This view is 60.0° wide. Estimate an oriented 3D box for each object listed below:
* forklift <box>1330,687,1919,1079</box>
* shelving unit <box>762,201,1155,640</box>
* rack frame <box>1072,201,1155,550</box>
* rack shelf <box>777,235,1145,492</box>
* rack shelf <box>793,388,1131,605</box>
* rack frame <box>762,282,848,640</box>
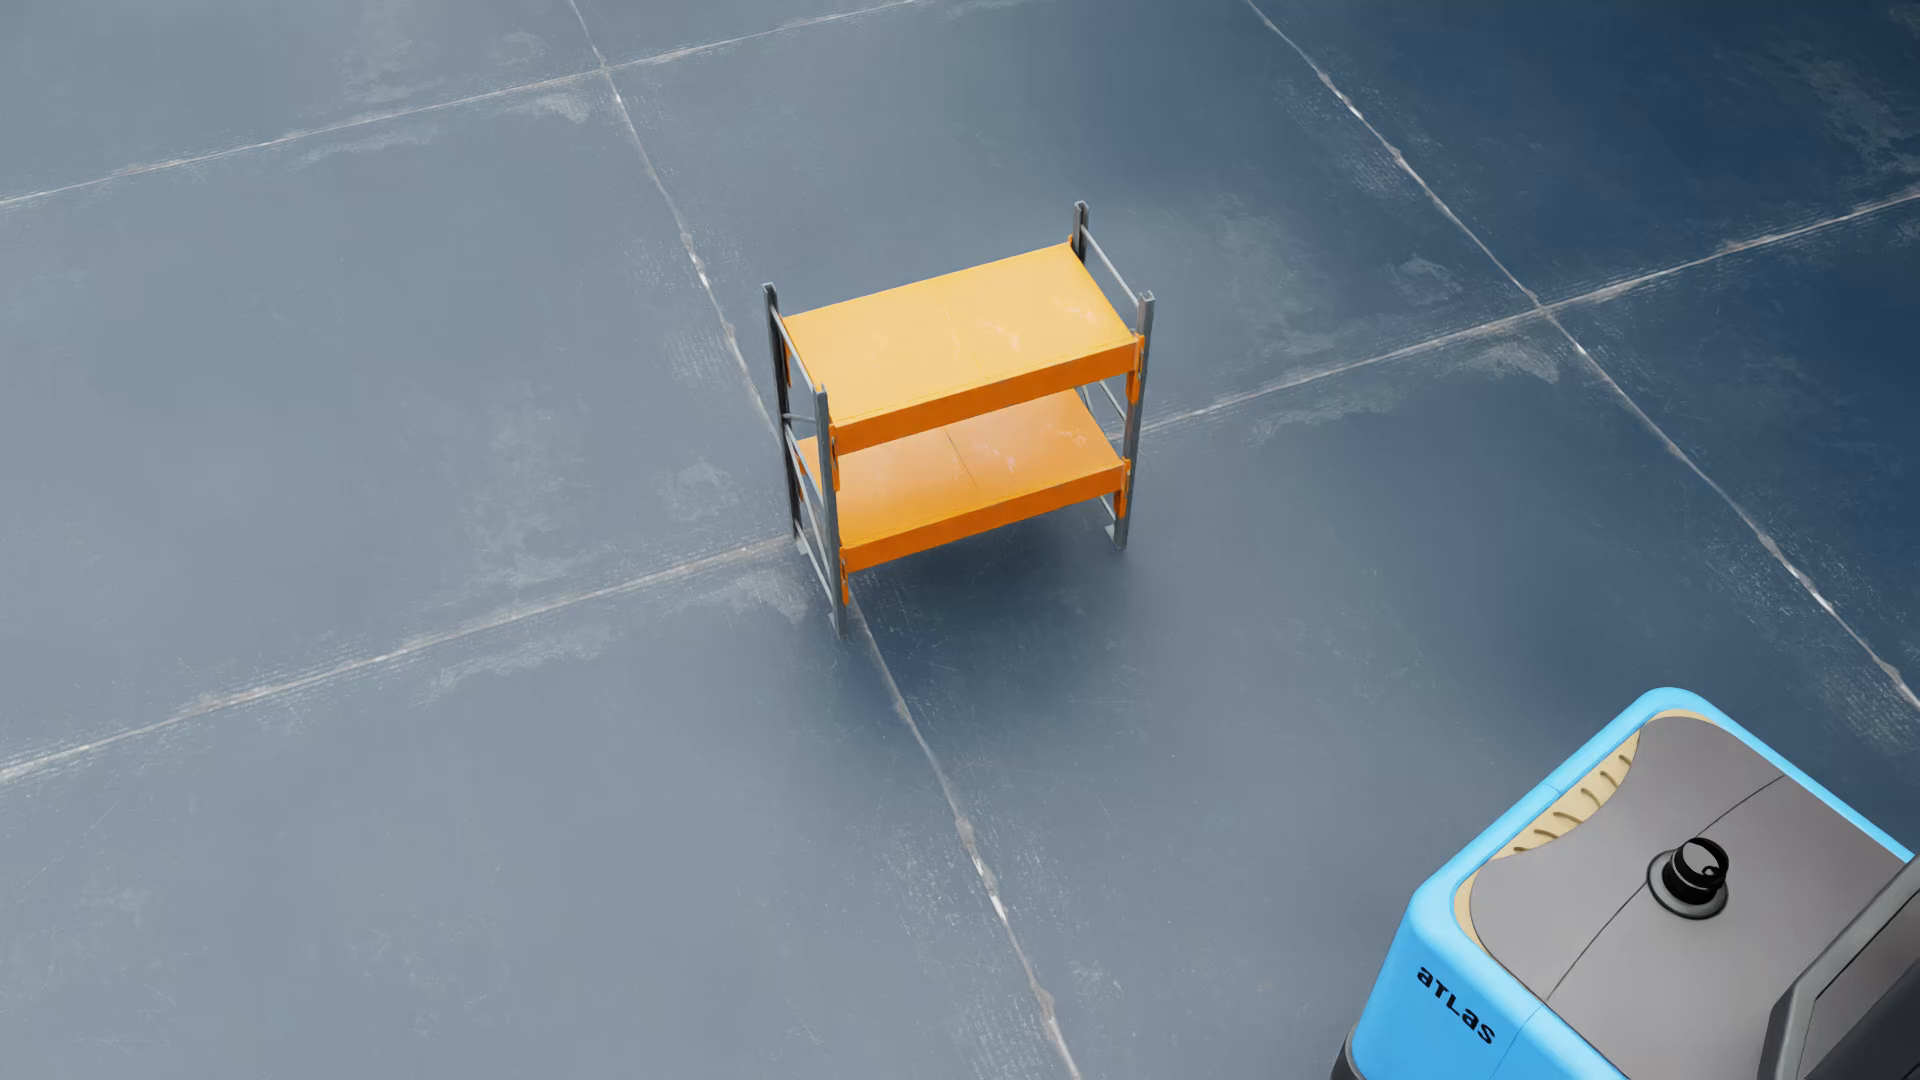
[{"bbox_3d":[2.300,1.176,2.808,1.130,2.935,3.031,-32,56,-24],"label":"forklift"},{"bbox_3d":[-0.006,-0.365,5.322,1.048,1.125,0.538,-17,52,-14],"label":"shelving unit"},{"bbox_3d":[0.464,-0.510,5.447,0.032,1.125,0.500,-17,52,-14],"label":"rack frame"},{"bbox_3d":[-0.006,-0.555,5.100,1.000,0.278,0.538,-17,52,-14],"label":"rack shelf"},{"bbox_3d":[-0.006,-0.205,5.507,1.000,0.278,0.538,-17,52,-14],"label":"rack shelf"},{"bbox_3d":[-0.477,-0.219,5.196,0.032,1.125,0.500,-17,52,-14],"label":"rack frame"}]
